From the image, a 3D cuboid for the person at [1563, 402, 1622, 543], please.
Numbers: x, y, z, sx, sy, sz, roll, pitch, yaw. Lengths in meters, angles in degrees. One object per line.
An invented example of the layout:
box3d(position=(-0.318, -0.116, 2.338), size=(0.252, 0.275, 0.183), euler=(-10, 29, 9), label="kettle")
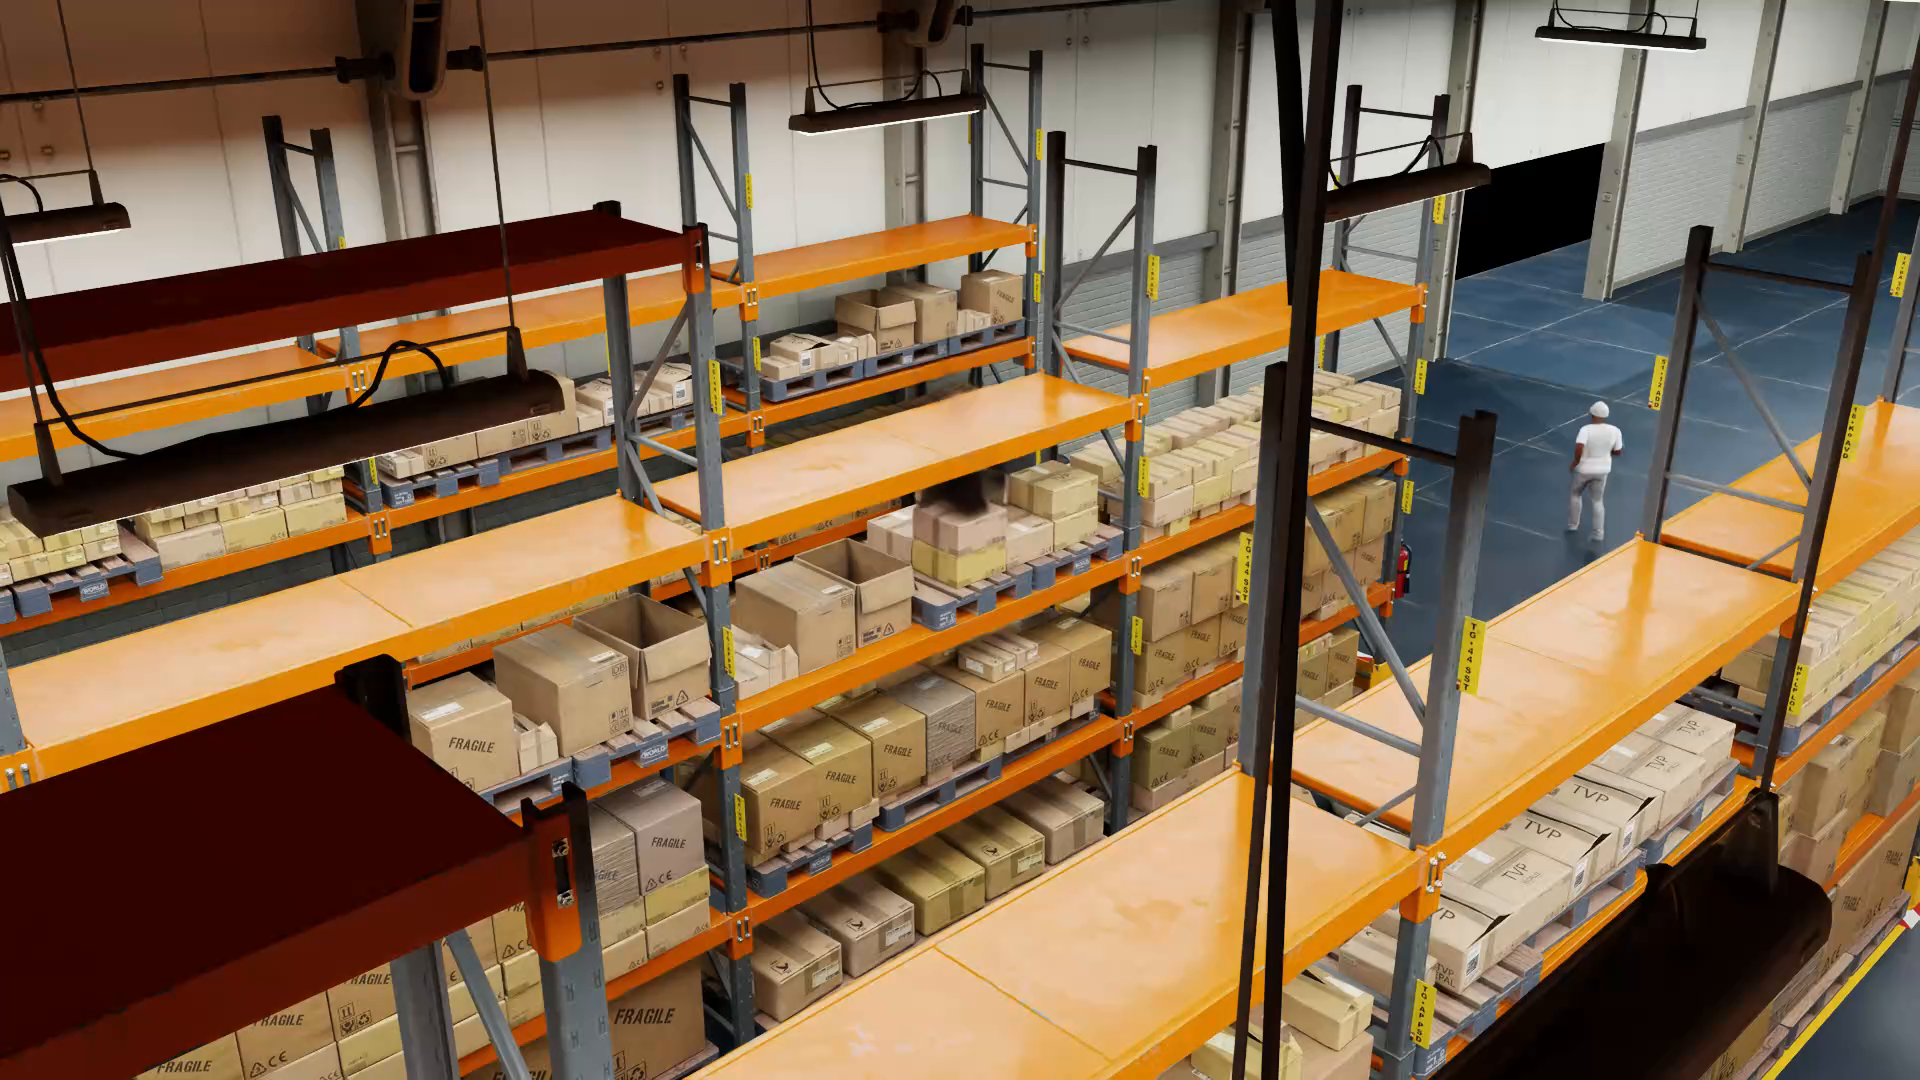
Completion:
box3d(position=(7.808, -0.815, 20.517), size=(0.644, 1.803, 0.874), euler=(1, 22, 3), label="person")
